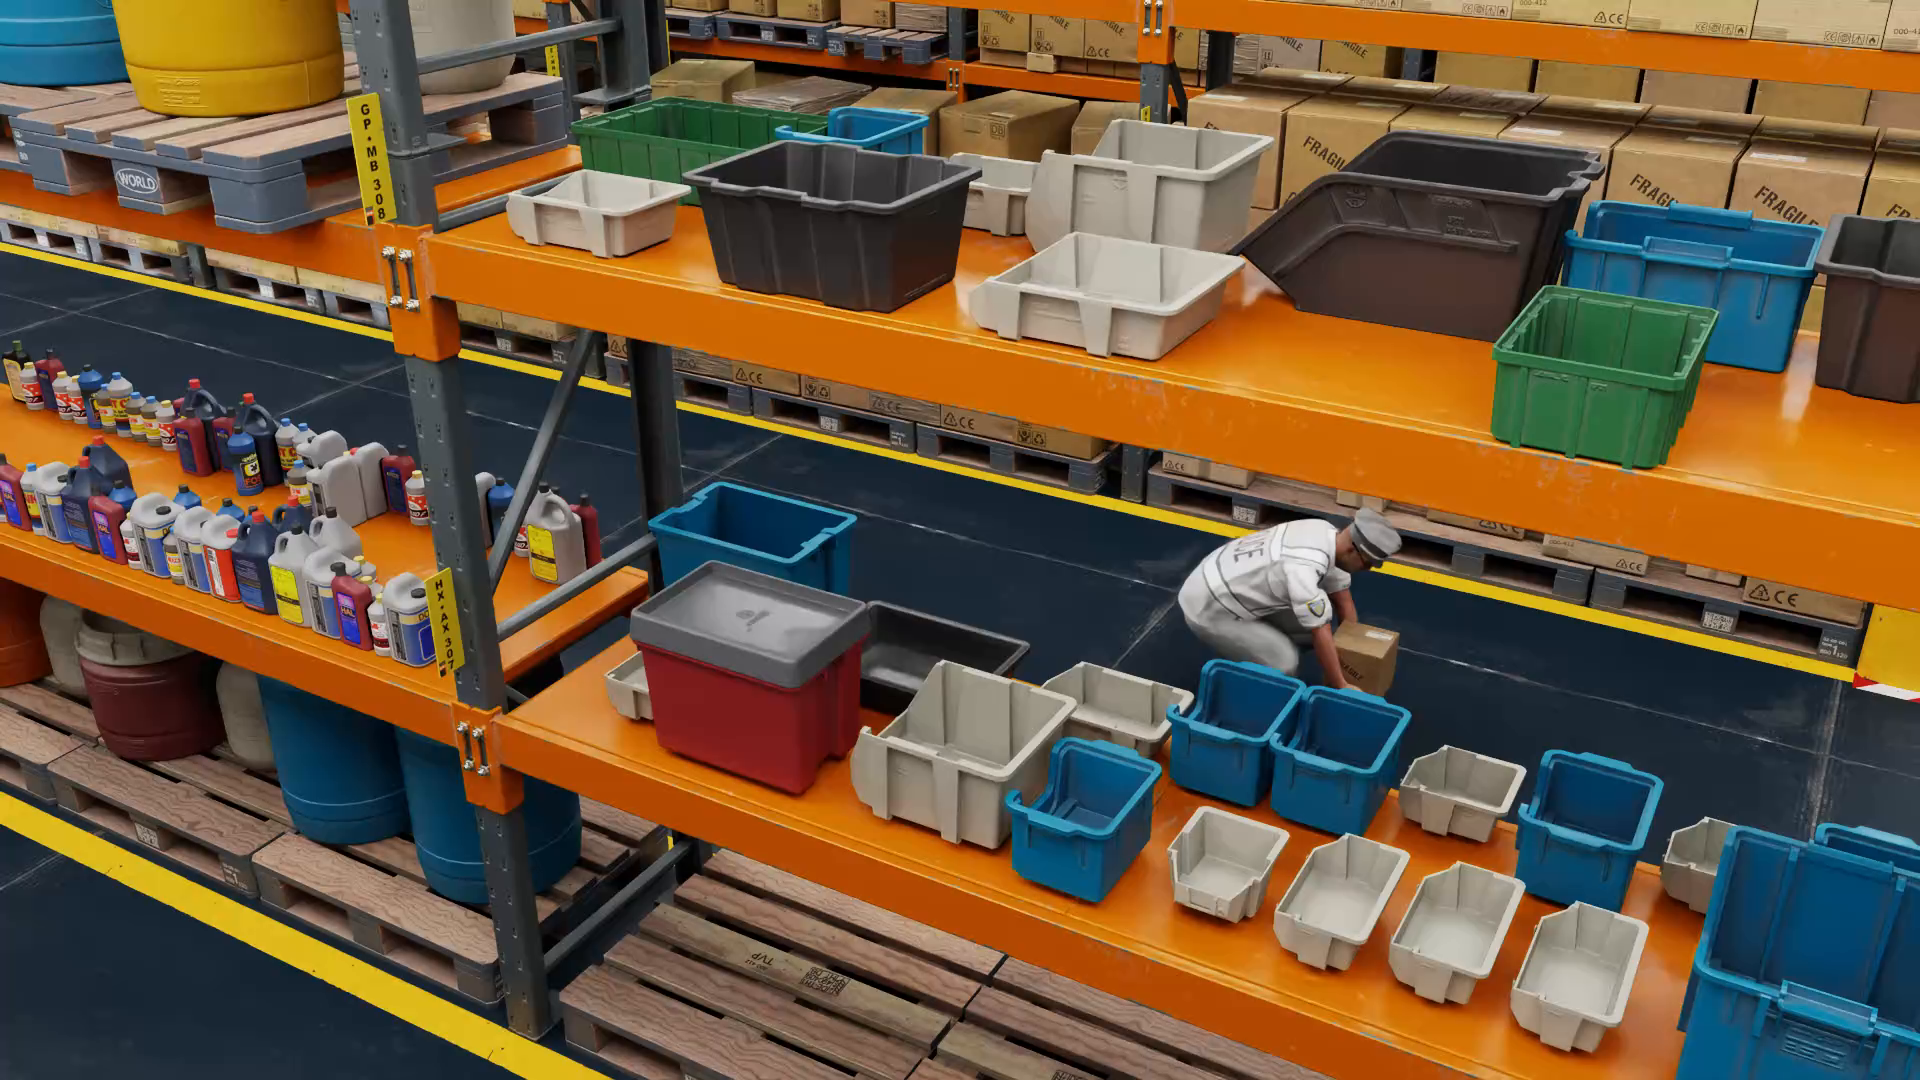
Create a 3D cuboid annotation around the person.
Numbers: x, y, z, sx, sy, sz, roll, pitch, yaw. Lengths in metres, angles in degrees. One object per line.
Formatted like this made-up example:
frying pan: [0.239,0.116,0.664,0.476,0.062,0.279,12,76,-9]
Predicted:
person: [1.437,0.298,7.344,0.923,1.023,0.534,13,29,25]
